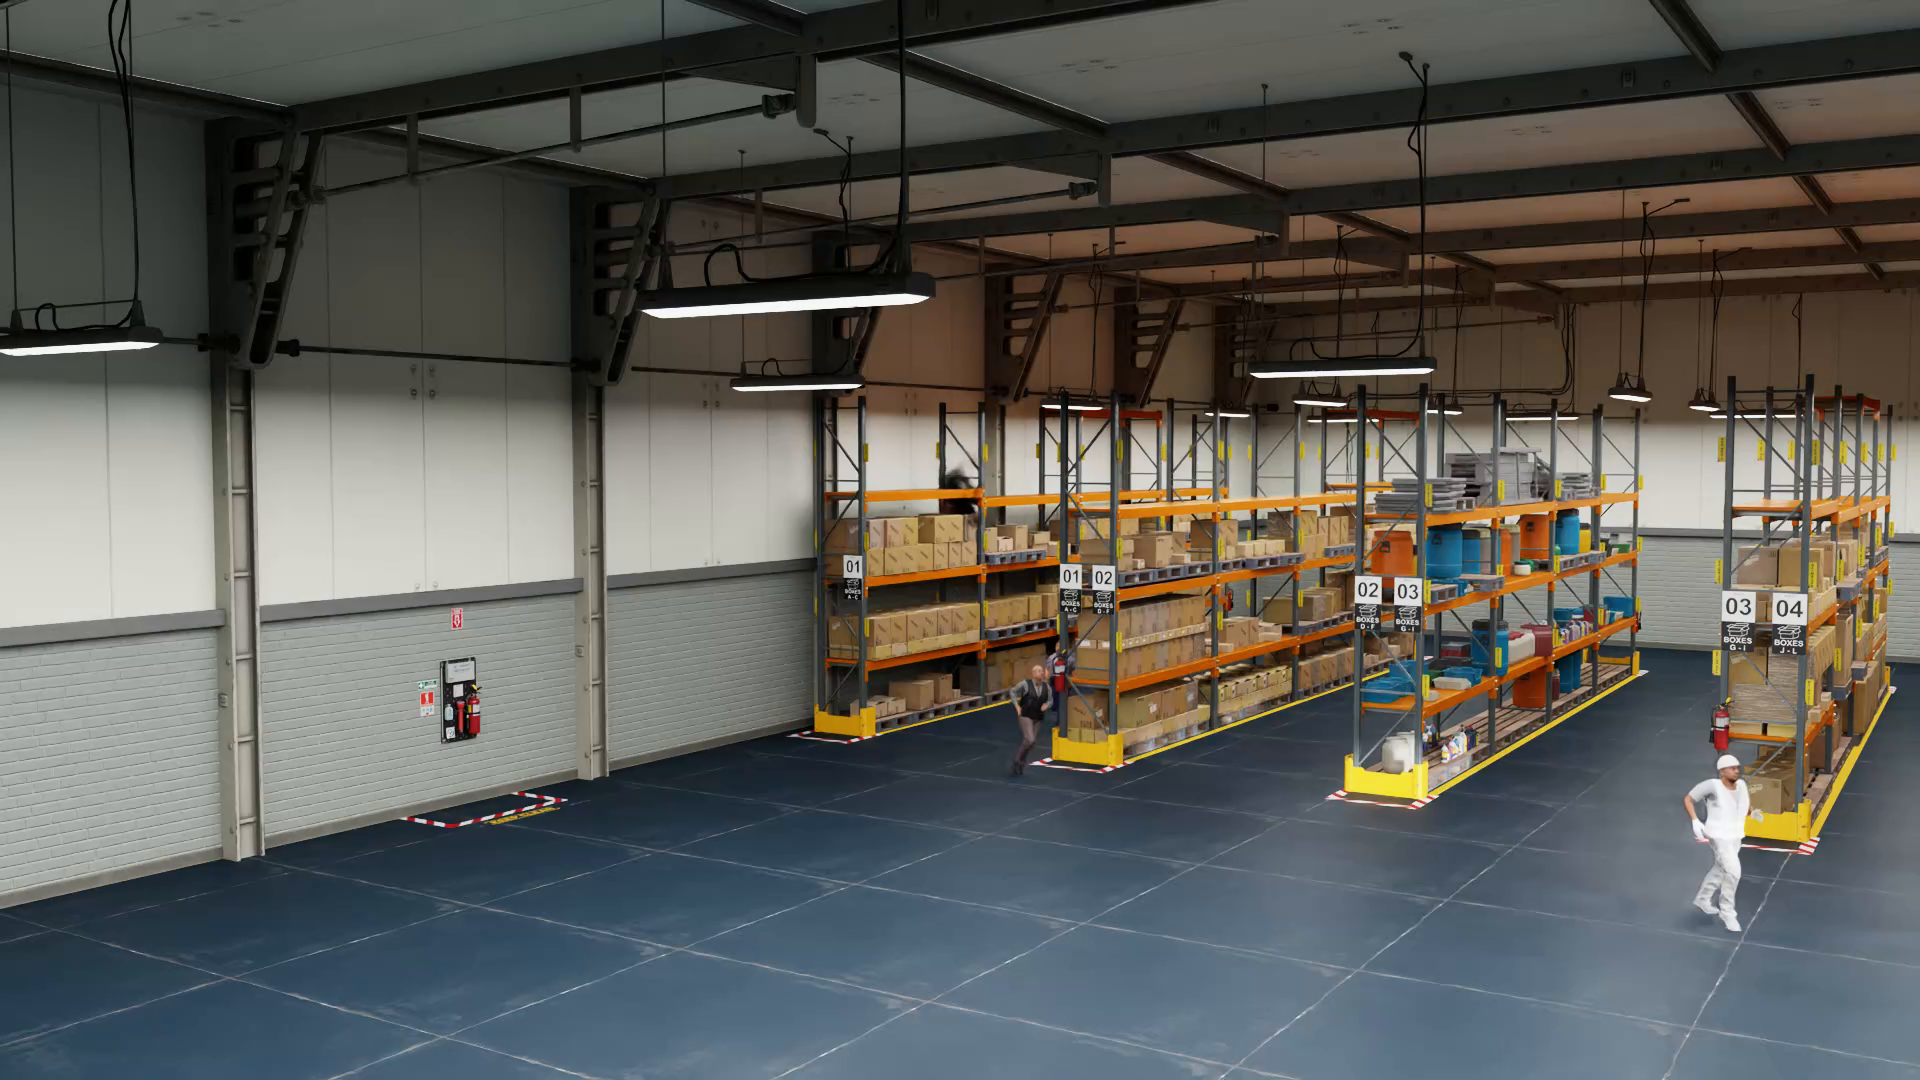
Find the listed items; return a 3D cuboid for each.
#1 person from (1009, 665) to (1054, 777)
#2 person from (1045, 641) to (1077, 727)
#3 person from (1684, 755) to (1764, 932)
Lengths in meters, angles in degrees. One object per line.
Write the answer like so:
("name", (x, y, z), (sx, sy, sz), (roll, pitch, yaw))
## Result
("person", (1.114, 2.798, 25.875), (0.690, 1.701, 0.660), (-2, 3, -29))
("person", (1.824, 2.634, 30.059), (0.608, 1.623, 0.685), (1, 3, 21))
("person", (8.133, 3.191, 17.672), (0.664, 1.836, 0.784), (-1, 3, -26))
